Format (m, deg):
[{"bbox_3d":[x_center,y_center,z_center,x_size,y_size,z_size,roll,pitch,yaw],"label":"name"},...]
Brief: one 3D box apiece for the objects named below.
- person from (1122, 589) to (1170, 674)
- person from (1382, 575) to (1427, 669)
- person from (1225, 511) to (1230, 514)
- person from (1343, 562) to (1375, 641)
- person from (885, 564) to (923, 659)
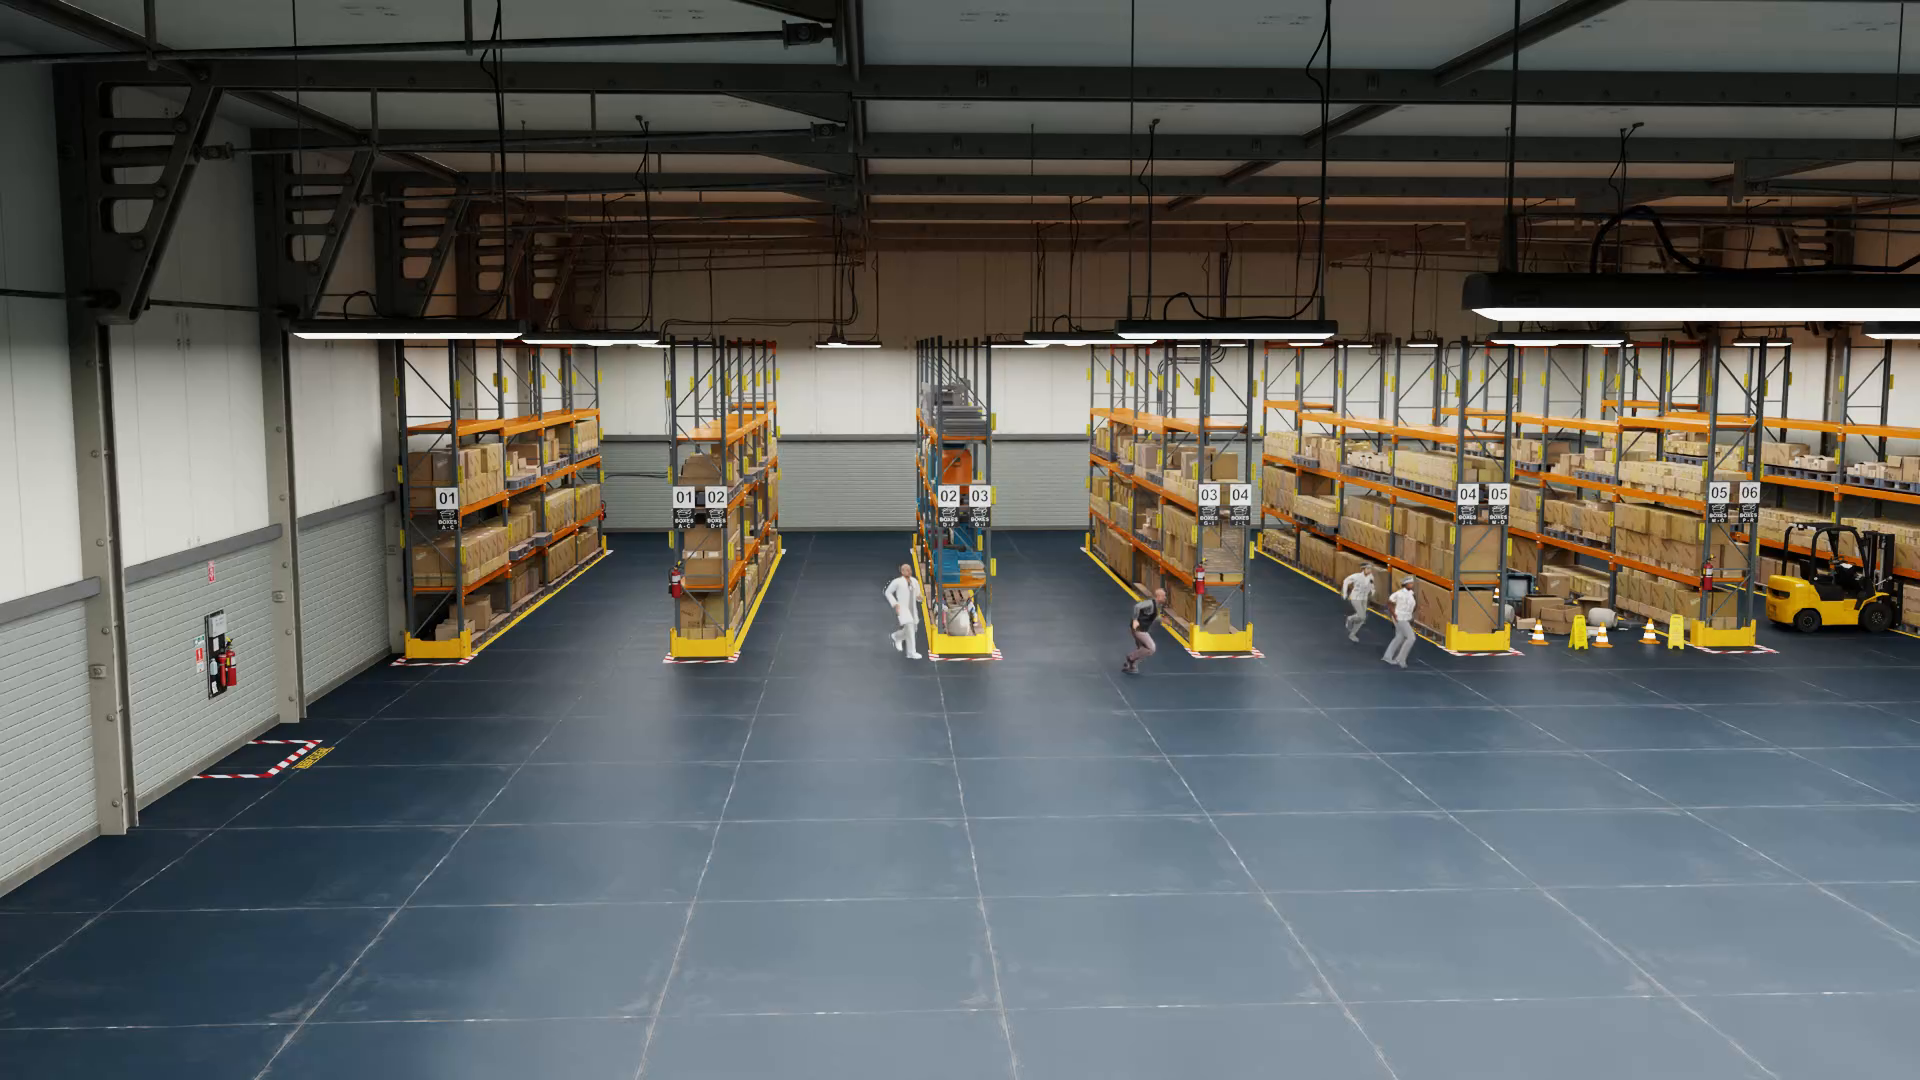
[{"bbox_3d":[3.273,1.625,29.369,0.866,1.549,0.685,2,7,21],"label":"person"},{"bbox_3d":[8.052,1.488,30.144,0.757,1.726,0.539,4,8,34],"label":"person"},{"bbox_3d":[7.518,-0.316,45.685,0.666,1.746,0.605,-1,7,-5],"label":"person"},{"bbox_3d":[7.925,1.207,32.889,0.604,1.612,0.668,-3,7,-28],"label":"person"},{"bbox_3d":[-1.031,1.321,31.068,0.711,1.750,0.884,-6,9,-41],"label":"person"}]
